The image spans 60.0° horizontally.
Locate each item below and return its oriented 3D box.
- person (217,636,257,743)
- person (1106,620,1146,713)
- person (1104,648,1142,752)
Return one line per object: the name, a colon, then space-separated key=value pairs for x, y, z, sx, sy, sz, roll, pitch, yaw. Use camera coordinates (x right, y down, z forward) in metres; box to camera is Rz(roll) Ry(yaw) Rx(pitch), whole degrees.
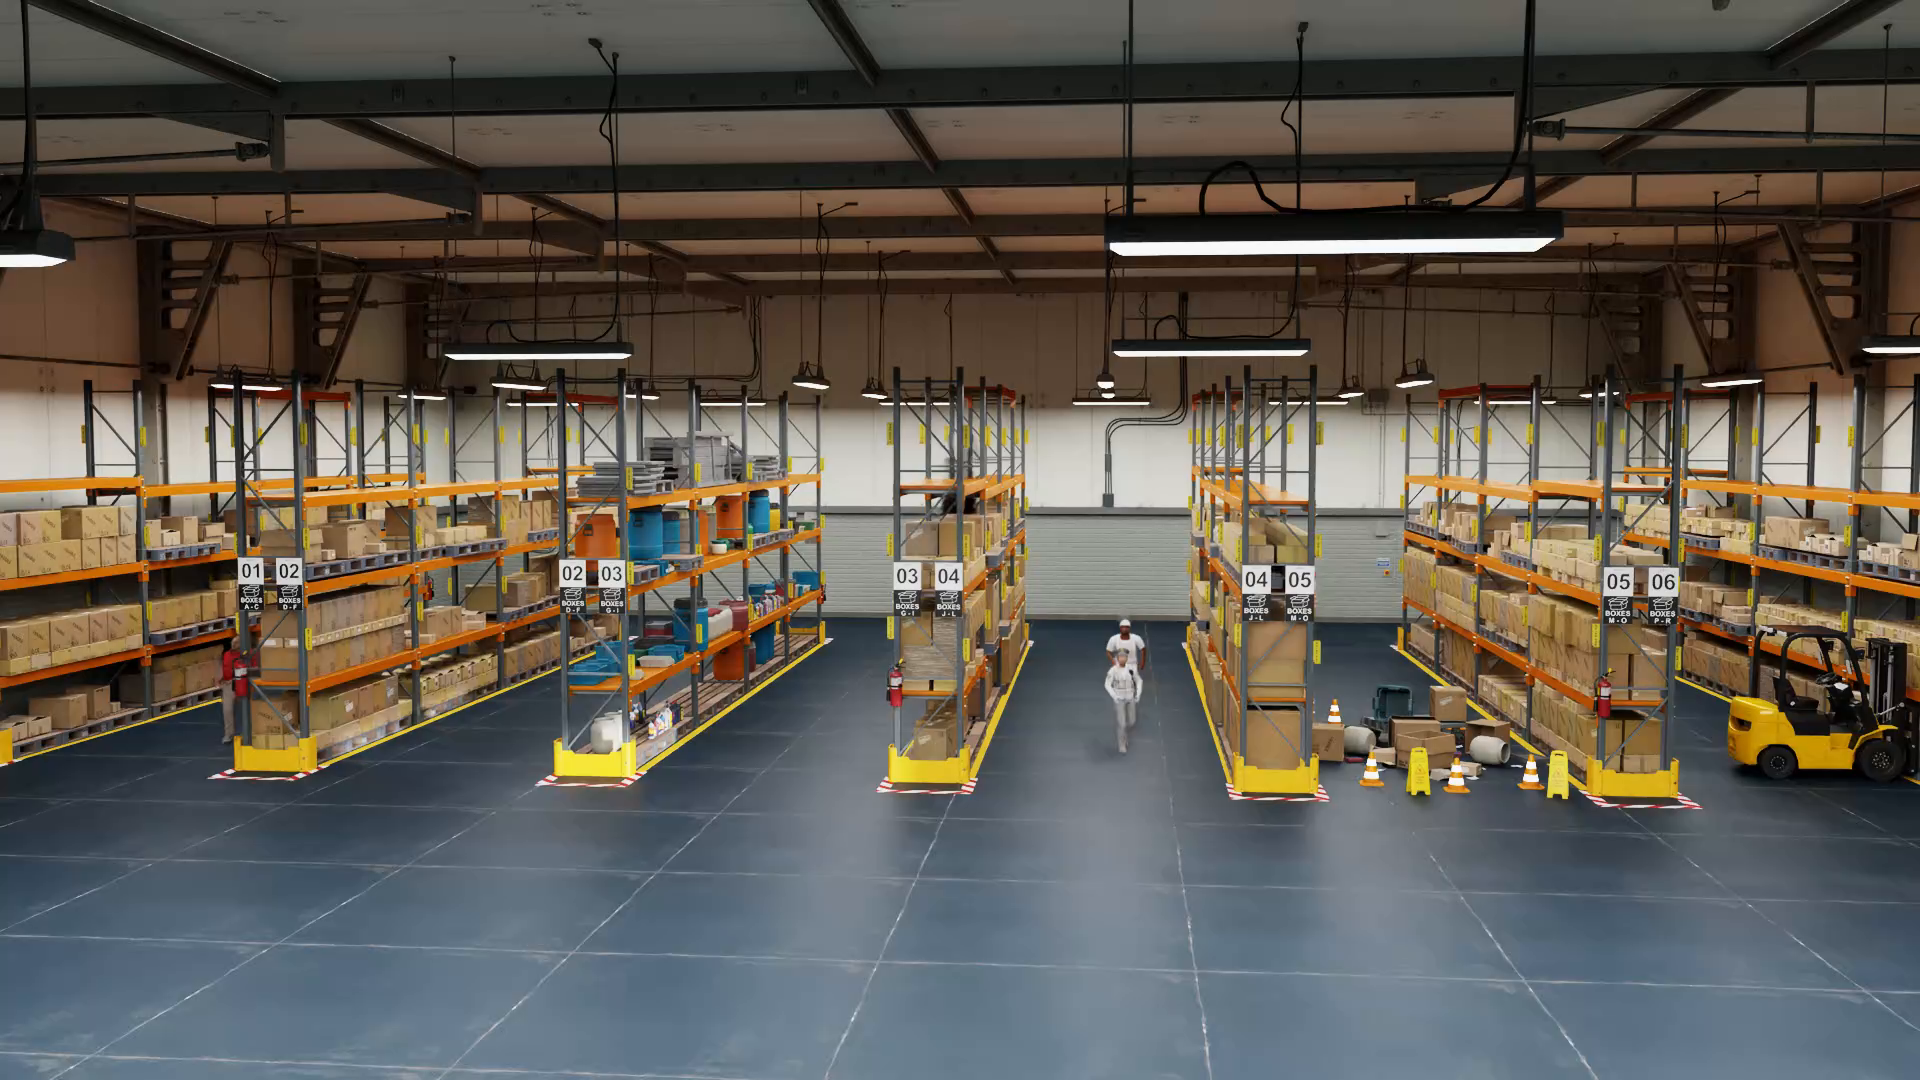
person: x=-11.924 y=2.434 z=27.437 sx=0.673 sy=1.699 sz=0.944 roll=0 pitch=4 yaw=1
person: x=2.986 y=2.286 z=29.909 sx=0.736 sy=1.722 sz=0.605 roll=0 pitch=4 yaw=2
person: x=2.610 y=2.538 z=26.447 sx=0.623 sy=1.664 sz=0.497 roll=0 pitch=4 yaw=-3
